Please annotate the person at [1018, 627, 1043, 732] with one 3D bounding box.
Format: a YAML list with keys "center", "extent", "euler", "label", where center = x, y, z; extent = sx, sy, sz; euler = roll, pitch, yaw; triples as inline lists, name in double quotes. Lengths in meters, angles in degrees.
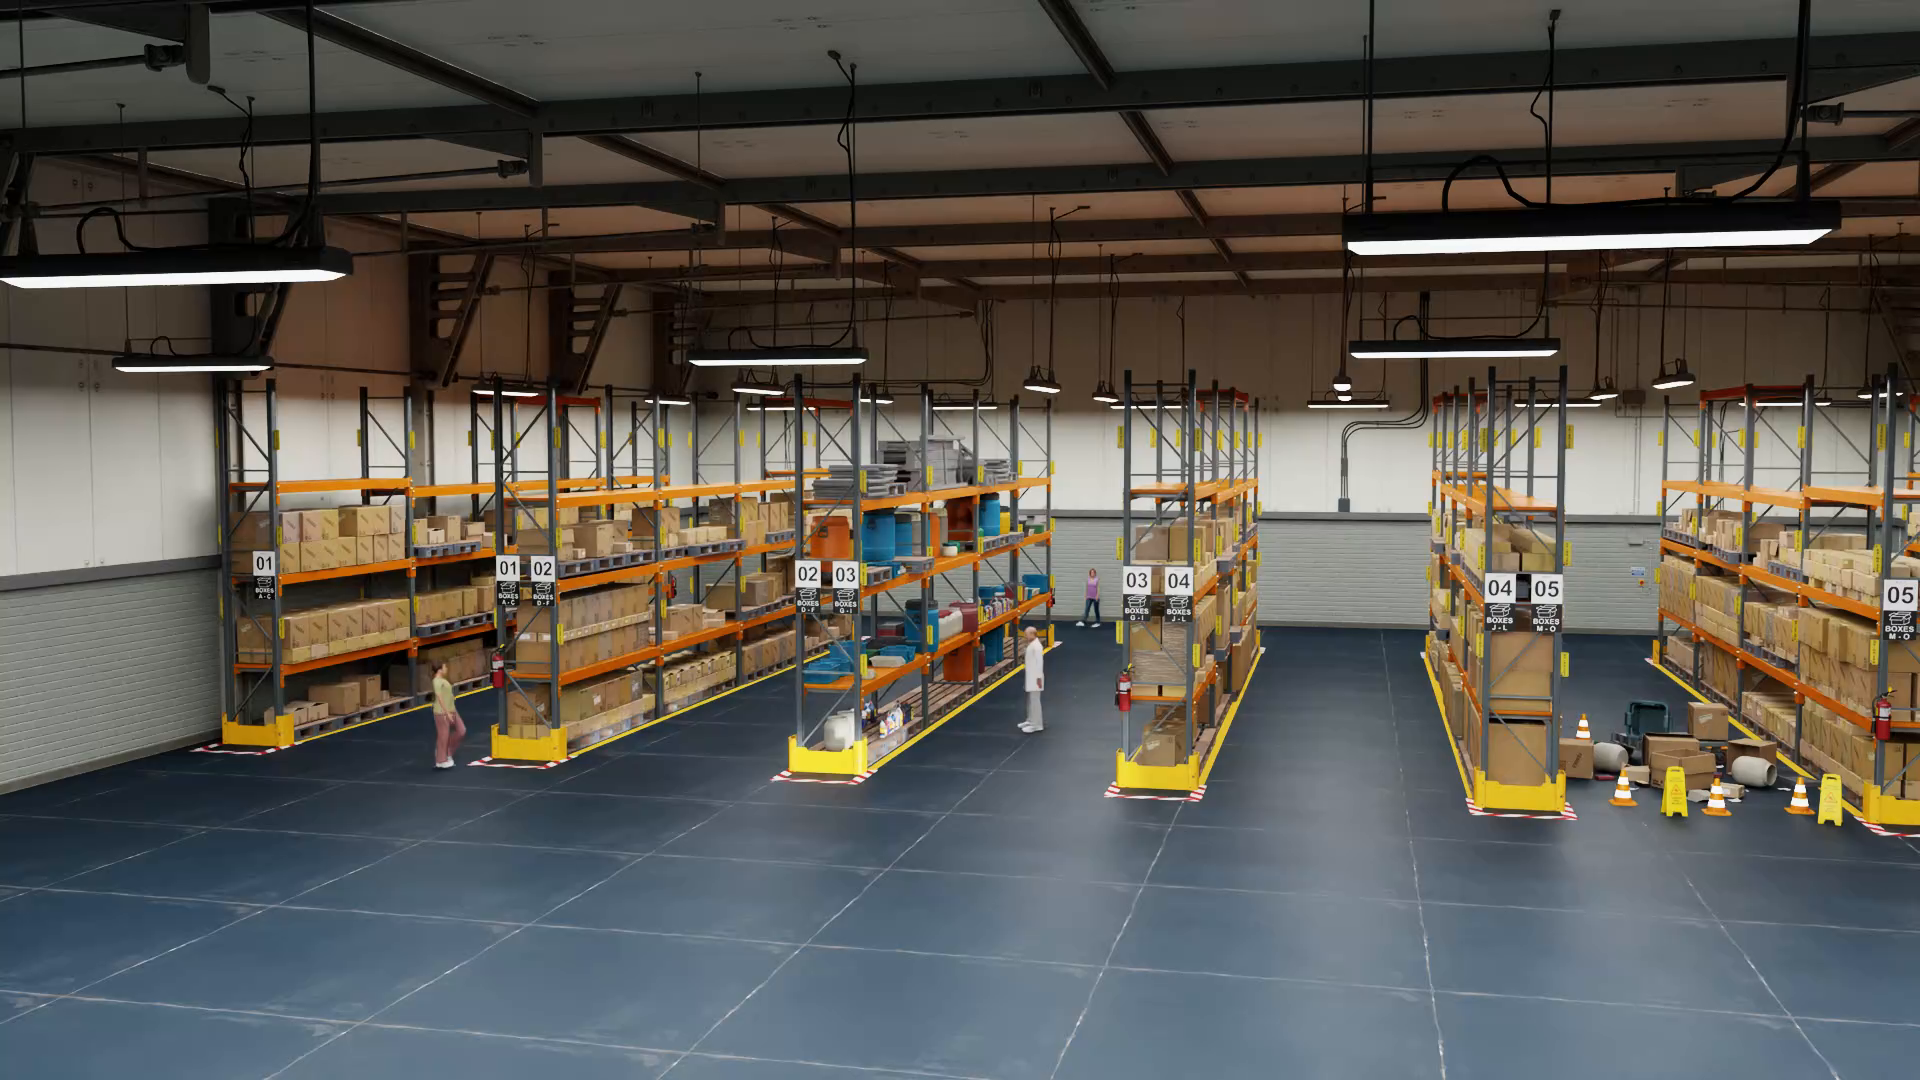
- center: [1.221, 2.384, 28.713]
  extent: [0.422, 1.779, 0.636]
  euler: [0, 3, -6]
  label: "person"

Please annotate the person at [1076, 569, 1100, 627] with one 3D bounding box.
- center: [3.464, 1.553, 44.170]
  extent: [0.463, 1.571, 0.845]
  euler: [2, 4, 34]
  label: "person"

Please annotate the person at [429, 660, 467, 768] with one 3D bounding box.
- center: [-7.829, 2.635, 25.260]
  extent: [0.484, 1.653, 0.477]
  euler: [1, 4, 22]
  label: "person"
